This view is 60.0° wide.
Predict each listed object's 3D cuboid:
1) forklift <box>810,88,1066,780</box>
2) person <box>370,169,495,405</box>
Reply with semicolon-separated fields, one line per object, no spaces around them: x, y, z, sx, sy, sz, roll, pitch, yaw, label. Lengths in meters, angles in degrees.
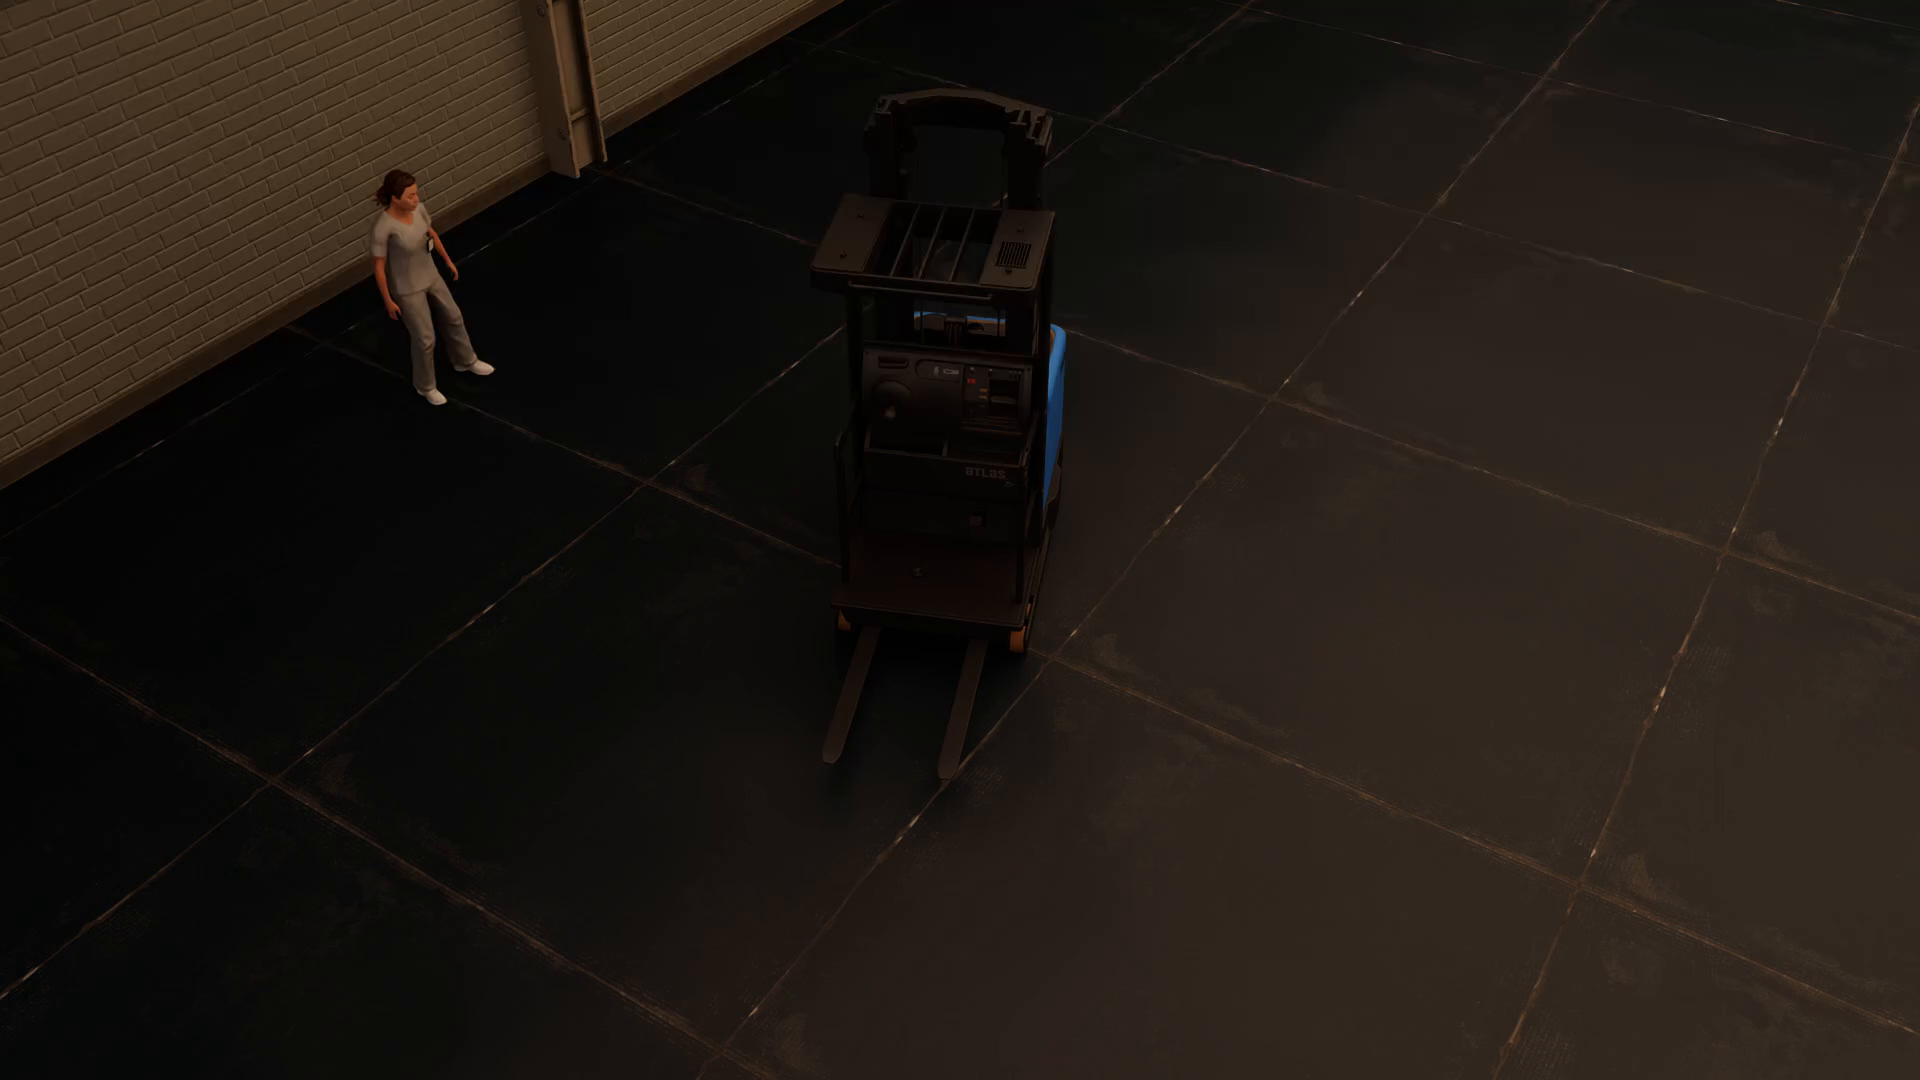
-0.108;-0.731;8.830;1.130;2.935;3.031;7;41;8;forklift
-3.531;-1.681;10.934;0.377;1.663;0.624;17;43;19;person
